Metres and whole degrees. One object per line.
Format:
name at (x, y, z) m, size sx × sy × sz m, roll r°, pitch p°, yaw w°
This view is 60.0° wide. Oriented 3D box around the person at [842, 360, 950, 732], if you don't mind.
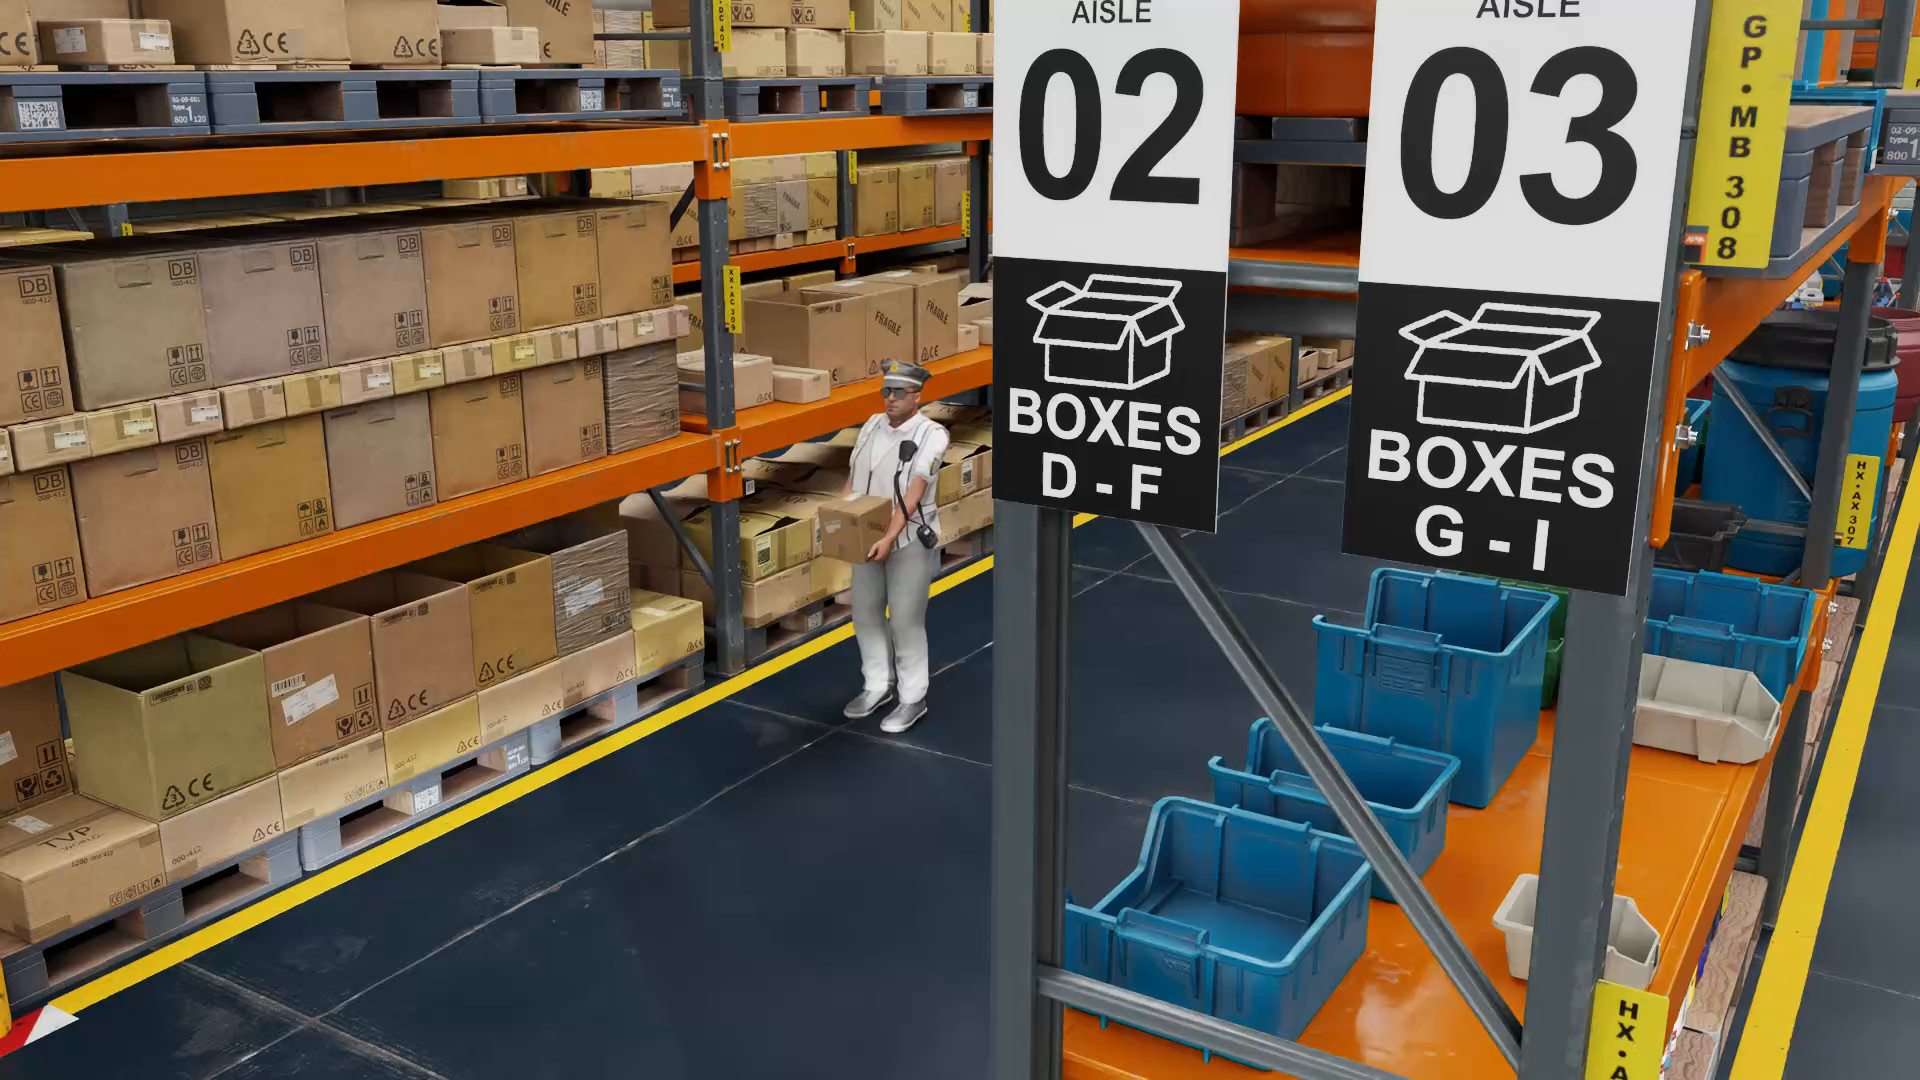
person at (-0.353, 0.028, 7.907) m, size 0.494 × 1.763 × 0.556 m, roll 11°, pitch 20°, yaw 35°
